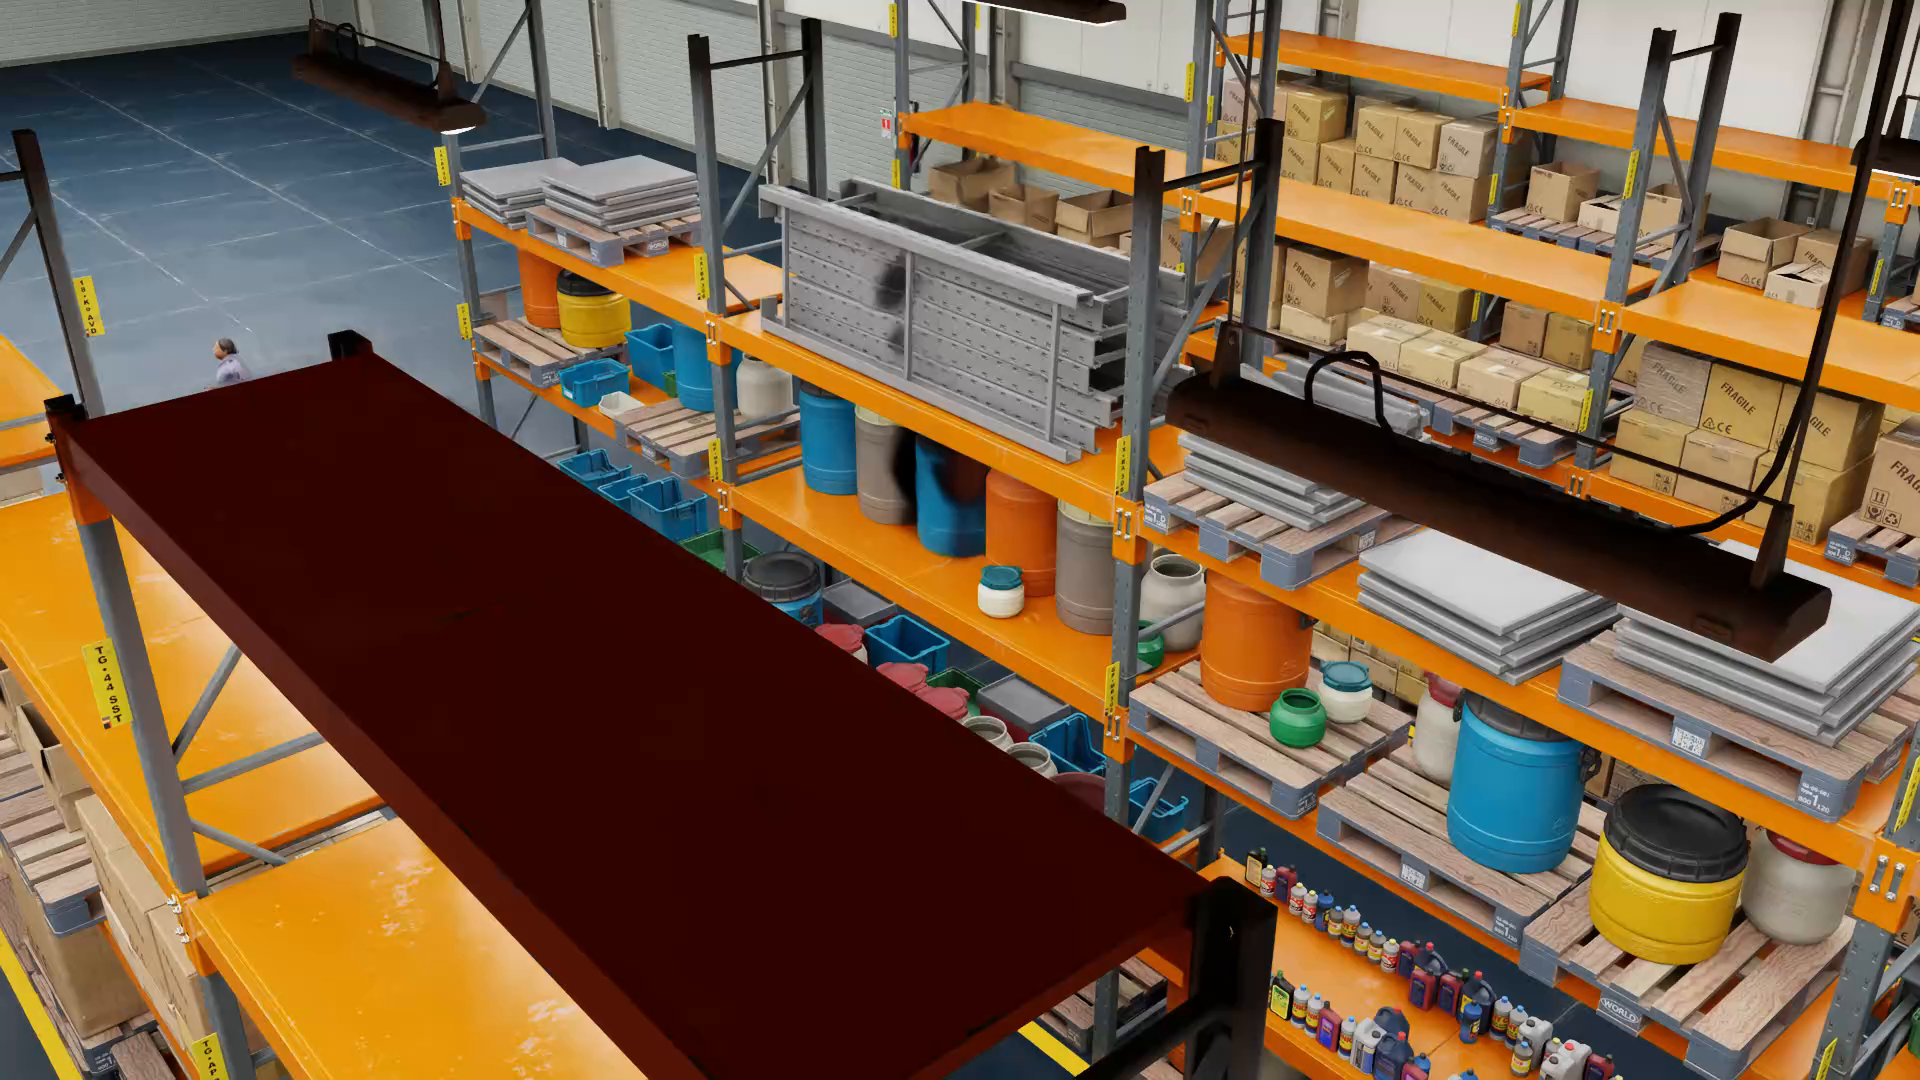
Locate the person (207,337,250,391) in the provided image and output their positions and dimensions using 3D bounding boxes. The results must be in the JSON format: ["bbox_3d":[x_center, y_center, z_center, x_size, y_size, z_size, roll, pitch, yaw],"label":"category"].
[{"bbox_3d":[-8.189,-1.515,18.765,0.573,1.609,0.603,-8,28,-15],"label":"person"}]
